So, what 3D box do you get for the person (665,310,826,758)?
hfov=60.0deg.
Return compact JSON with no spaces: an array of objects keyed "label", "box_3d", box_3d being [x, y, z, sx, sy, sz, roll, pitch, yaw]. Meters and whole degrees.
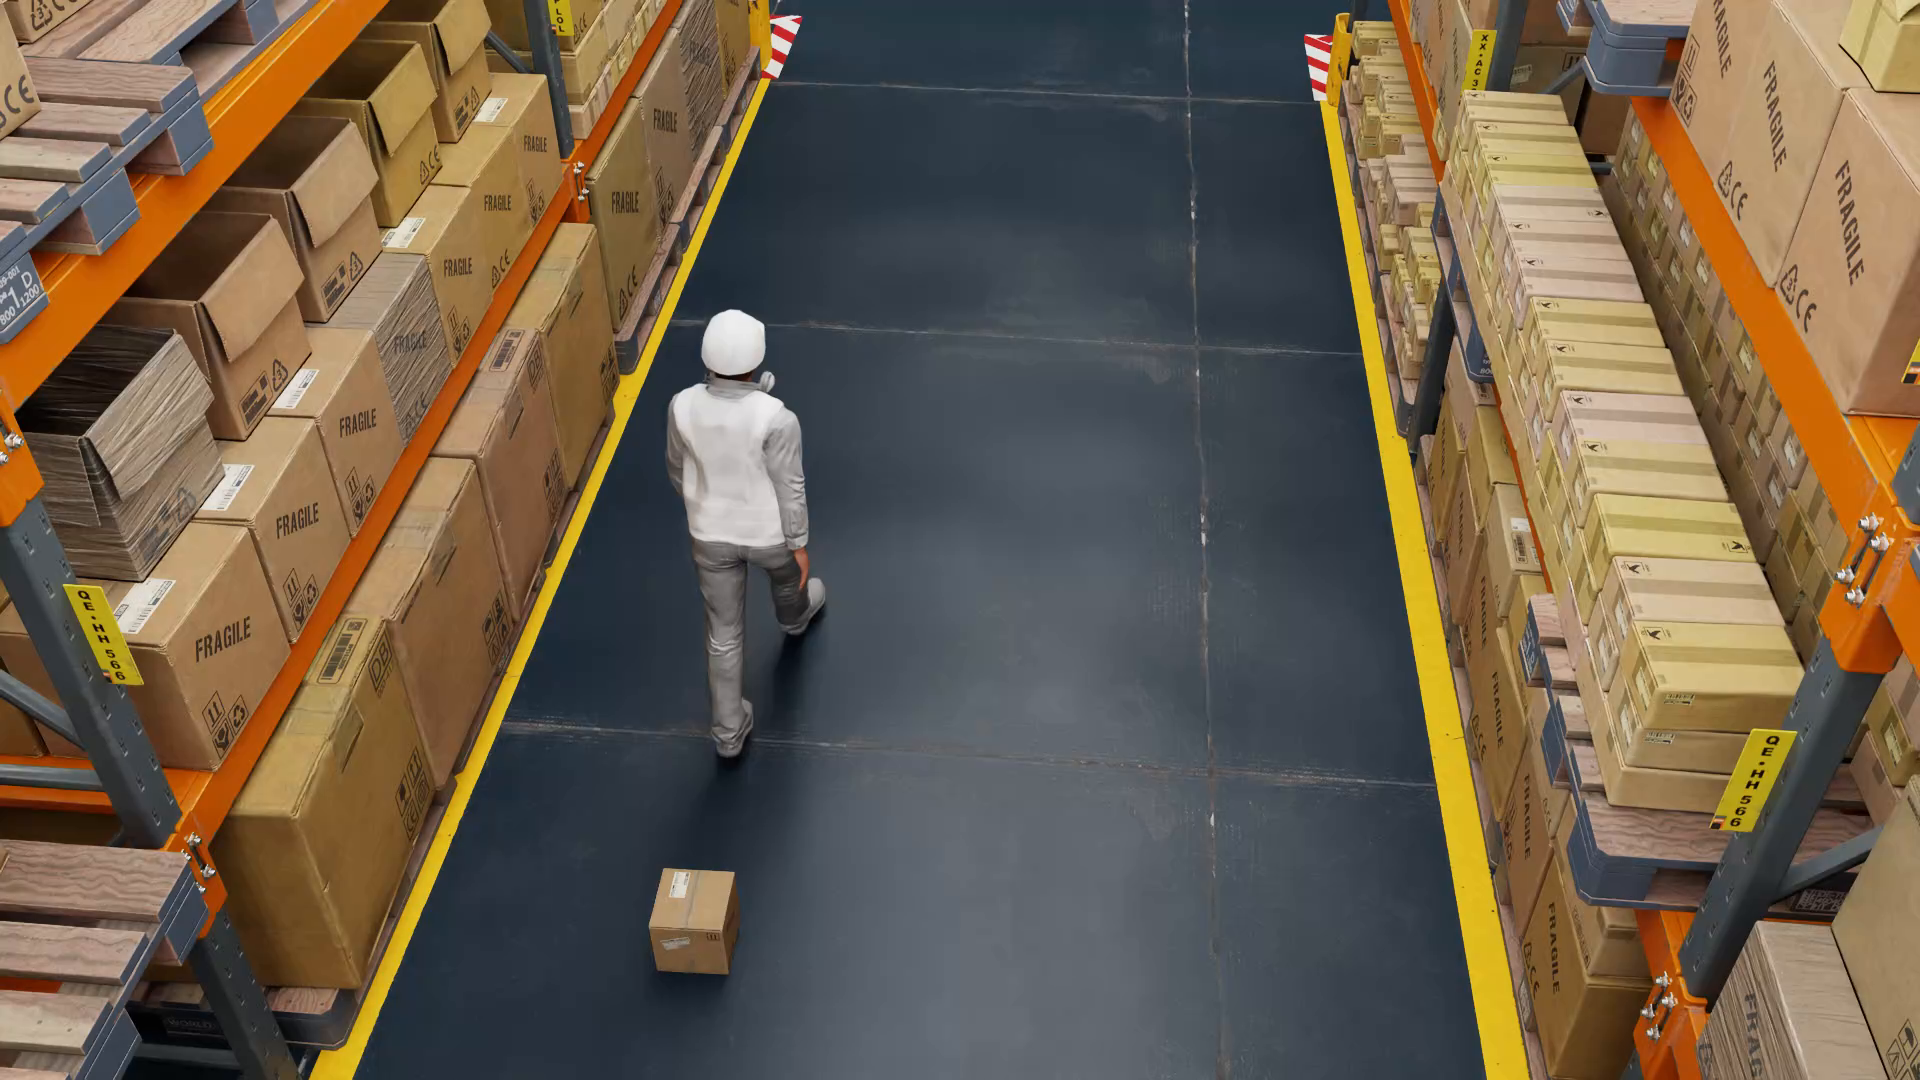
[{"label":"person","box_3d":[-0.817,-0.104,6.269,0.565,1.713,1.057,4,40,5]}]
